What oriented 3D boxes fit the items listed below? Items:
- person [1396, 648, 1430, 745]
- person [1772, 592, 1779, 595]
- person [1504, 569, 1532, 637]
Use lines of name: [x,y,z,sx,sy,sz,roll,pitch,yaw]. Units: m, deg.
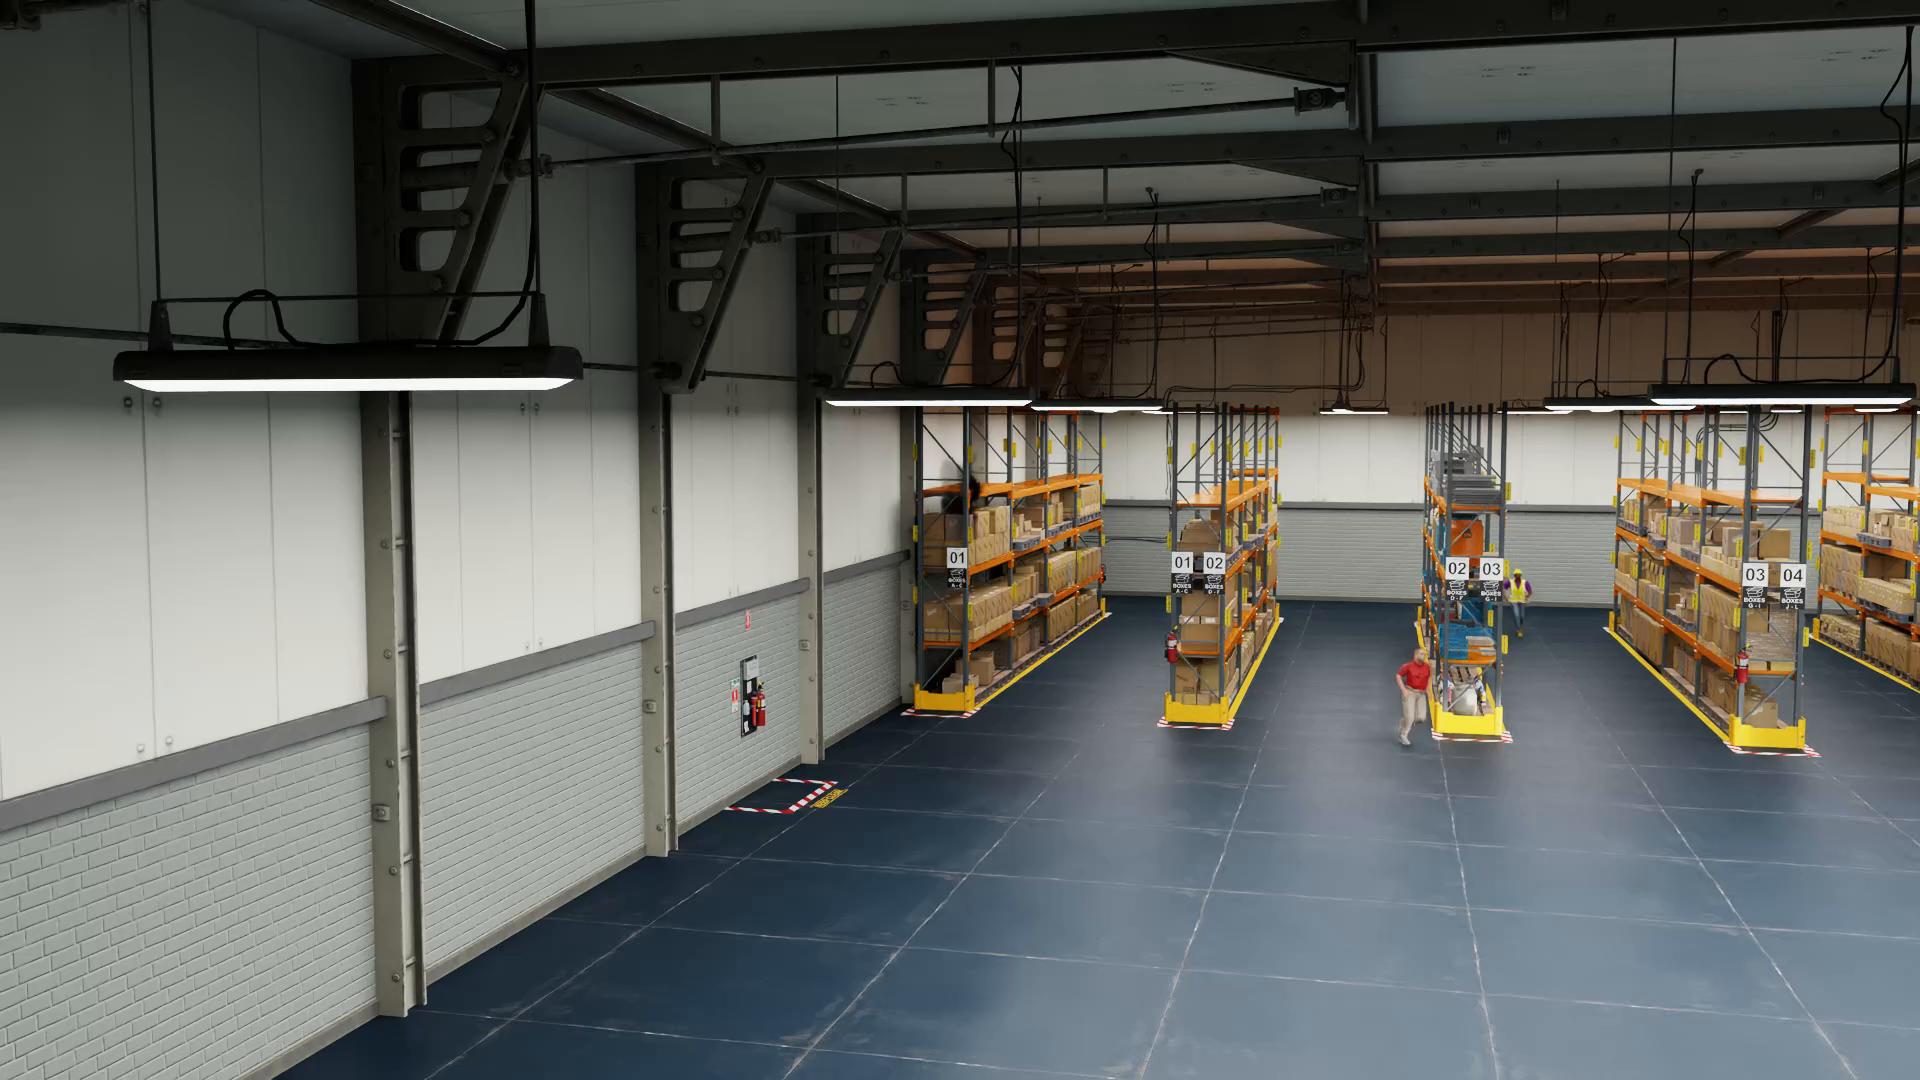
person: [8.019,2.739,29.297,0.706,1.665,0.521,-1,4,-17]
person: [20.903,1.744,42.829,0.627,1.557,0.852,2,5,27]
person: [14.617,1.641,43.637,0.742,1.757,0.805,1,4,9]
